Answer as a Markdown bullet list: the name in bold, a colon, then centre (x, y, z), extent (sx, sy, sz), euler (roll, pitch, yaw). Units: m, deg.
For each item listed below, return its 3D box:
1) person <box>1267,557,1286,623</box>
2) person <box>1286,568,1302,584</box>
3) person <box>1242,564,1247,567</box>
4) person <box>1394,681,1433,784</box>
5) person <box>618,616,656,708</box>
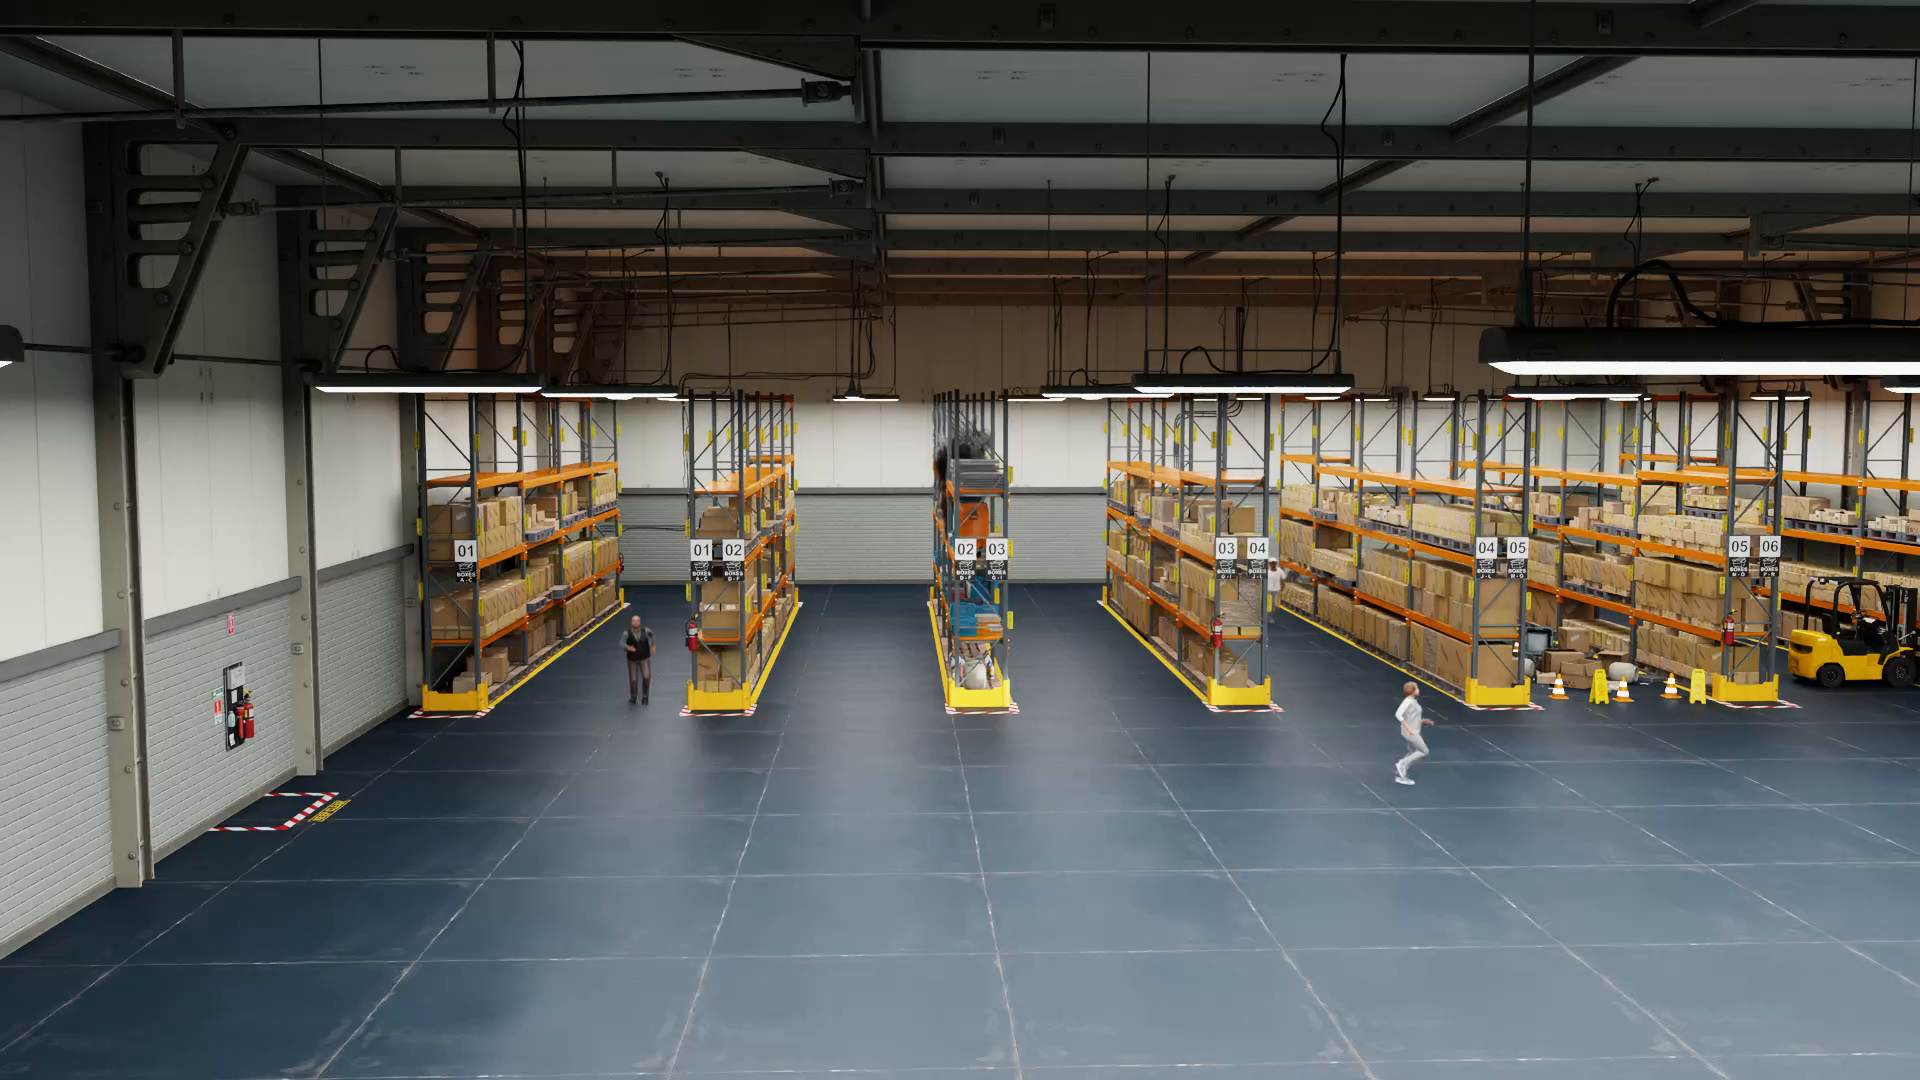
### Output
- **person**: centre (8.180, 1.318, 43.369), extent (0.706, 1.726, 0.574), euler (0, 5, -5)
- **person**: centre (9.807, 0.880, 49.106), extent (0.875, 1.664, 0.633), euler (3, 6, 34)
- **person**: centre (8.228, 0.932, 48.488), extent (0.598, 1.742, 0.731), euler (-2, 5, -26)
- **person**: centre (6.822, 2.949, 24.981), extent (0.549, 1.468, 0.522), euler (2, 5, 19)
- **person**: centre (-6.111, 2.290, 31.505), extent (0.710, 1.741, 0.728), euler (-1, 5, -13)
